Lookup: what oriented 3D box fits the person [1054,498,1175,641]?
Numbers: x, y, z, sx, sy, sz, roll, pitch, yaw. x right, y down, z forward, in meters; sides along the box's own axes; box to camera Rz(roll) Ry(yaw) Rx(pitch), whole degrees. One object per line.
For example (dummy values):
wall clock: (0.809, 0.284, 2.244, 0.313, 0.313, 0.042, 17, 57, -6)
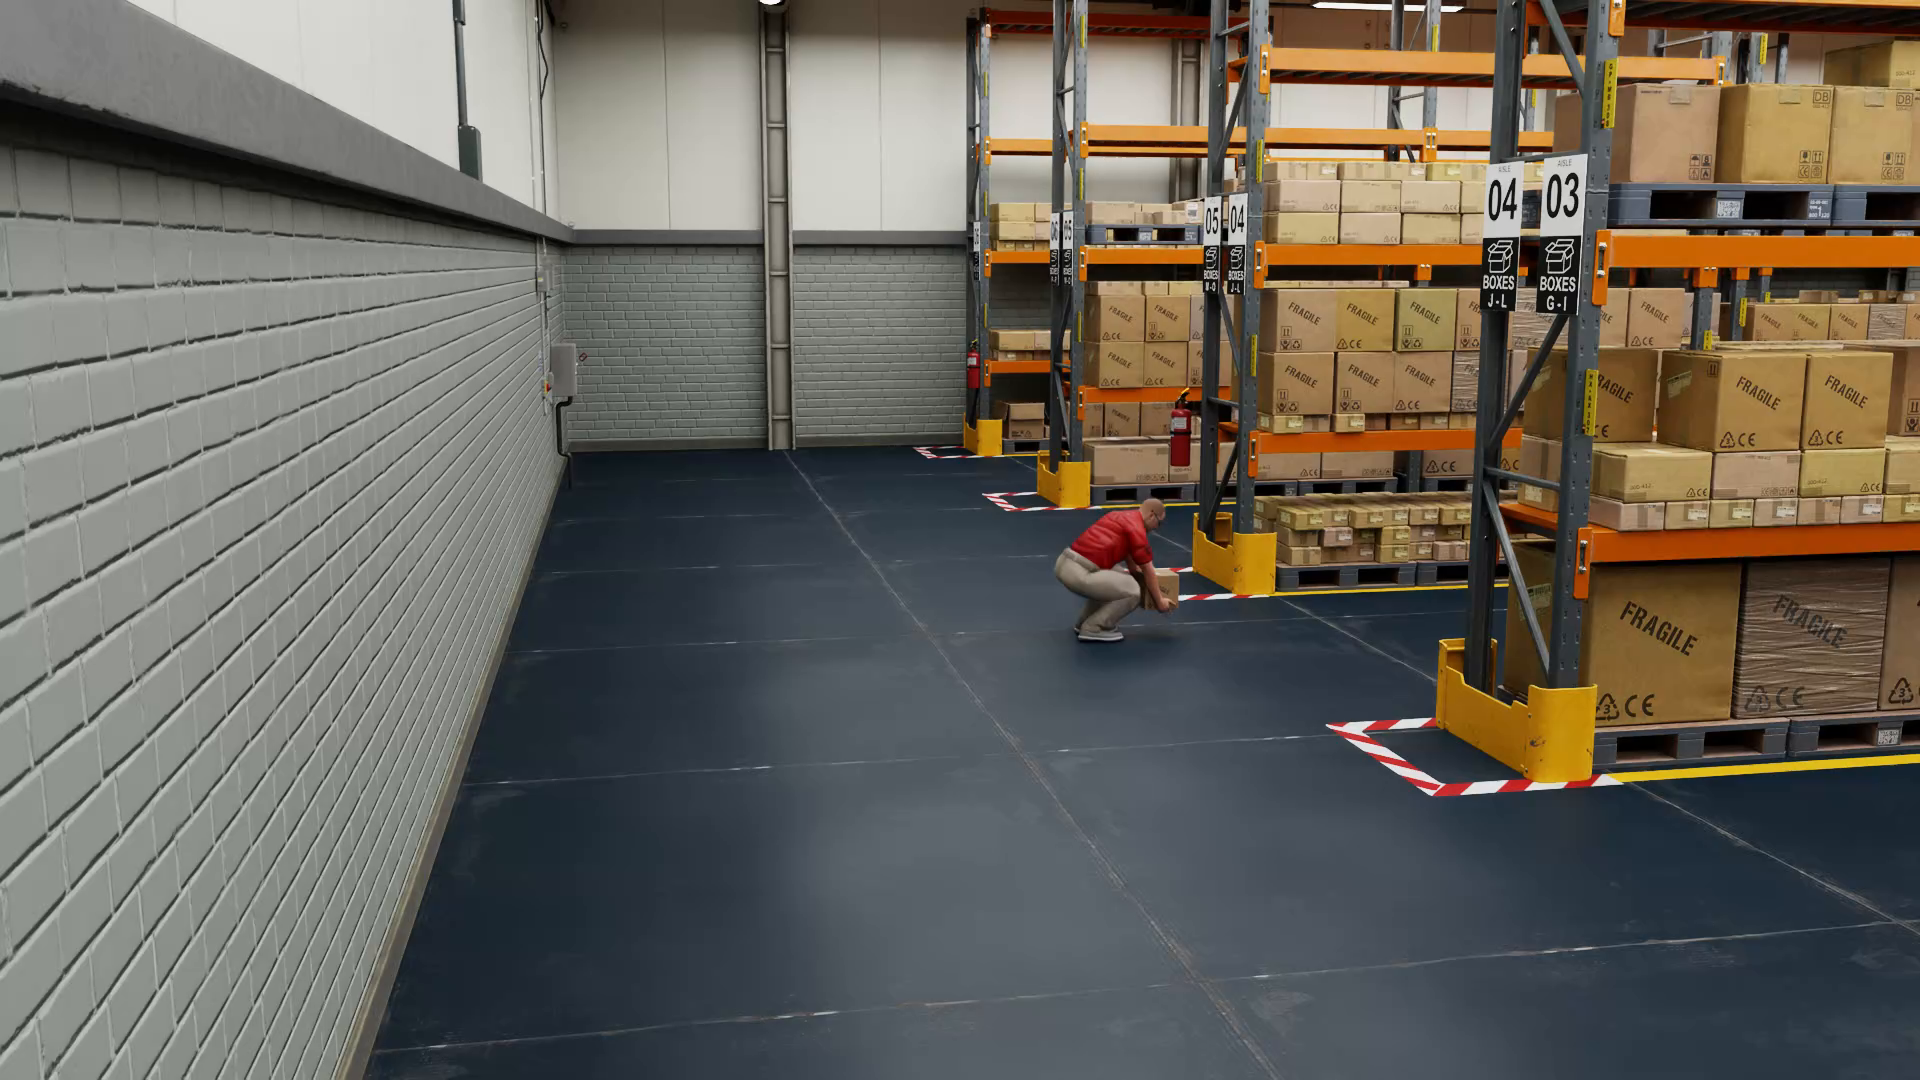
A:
person: (1.105, 0.210, 11.960, 0.866, 0.990, 0.537, -2, 10, -12)
